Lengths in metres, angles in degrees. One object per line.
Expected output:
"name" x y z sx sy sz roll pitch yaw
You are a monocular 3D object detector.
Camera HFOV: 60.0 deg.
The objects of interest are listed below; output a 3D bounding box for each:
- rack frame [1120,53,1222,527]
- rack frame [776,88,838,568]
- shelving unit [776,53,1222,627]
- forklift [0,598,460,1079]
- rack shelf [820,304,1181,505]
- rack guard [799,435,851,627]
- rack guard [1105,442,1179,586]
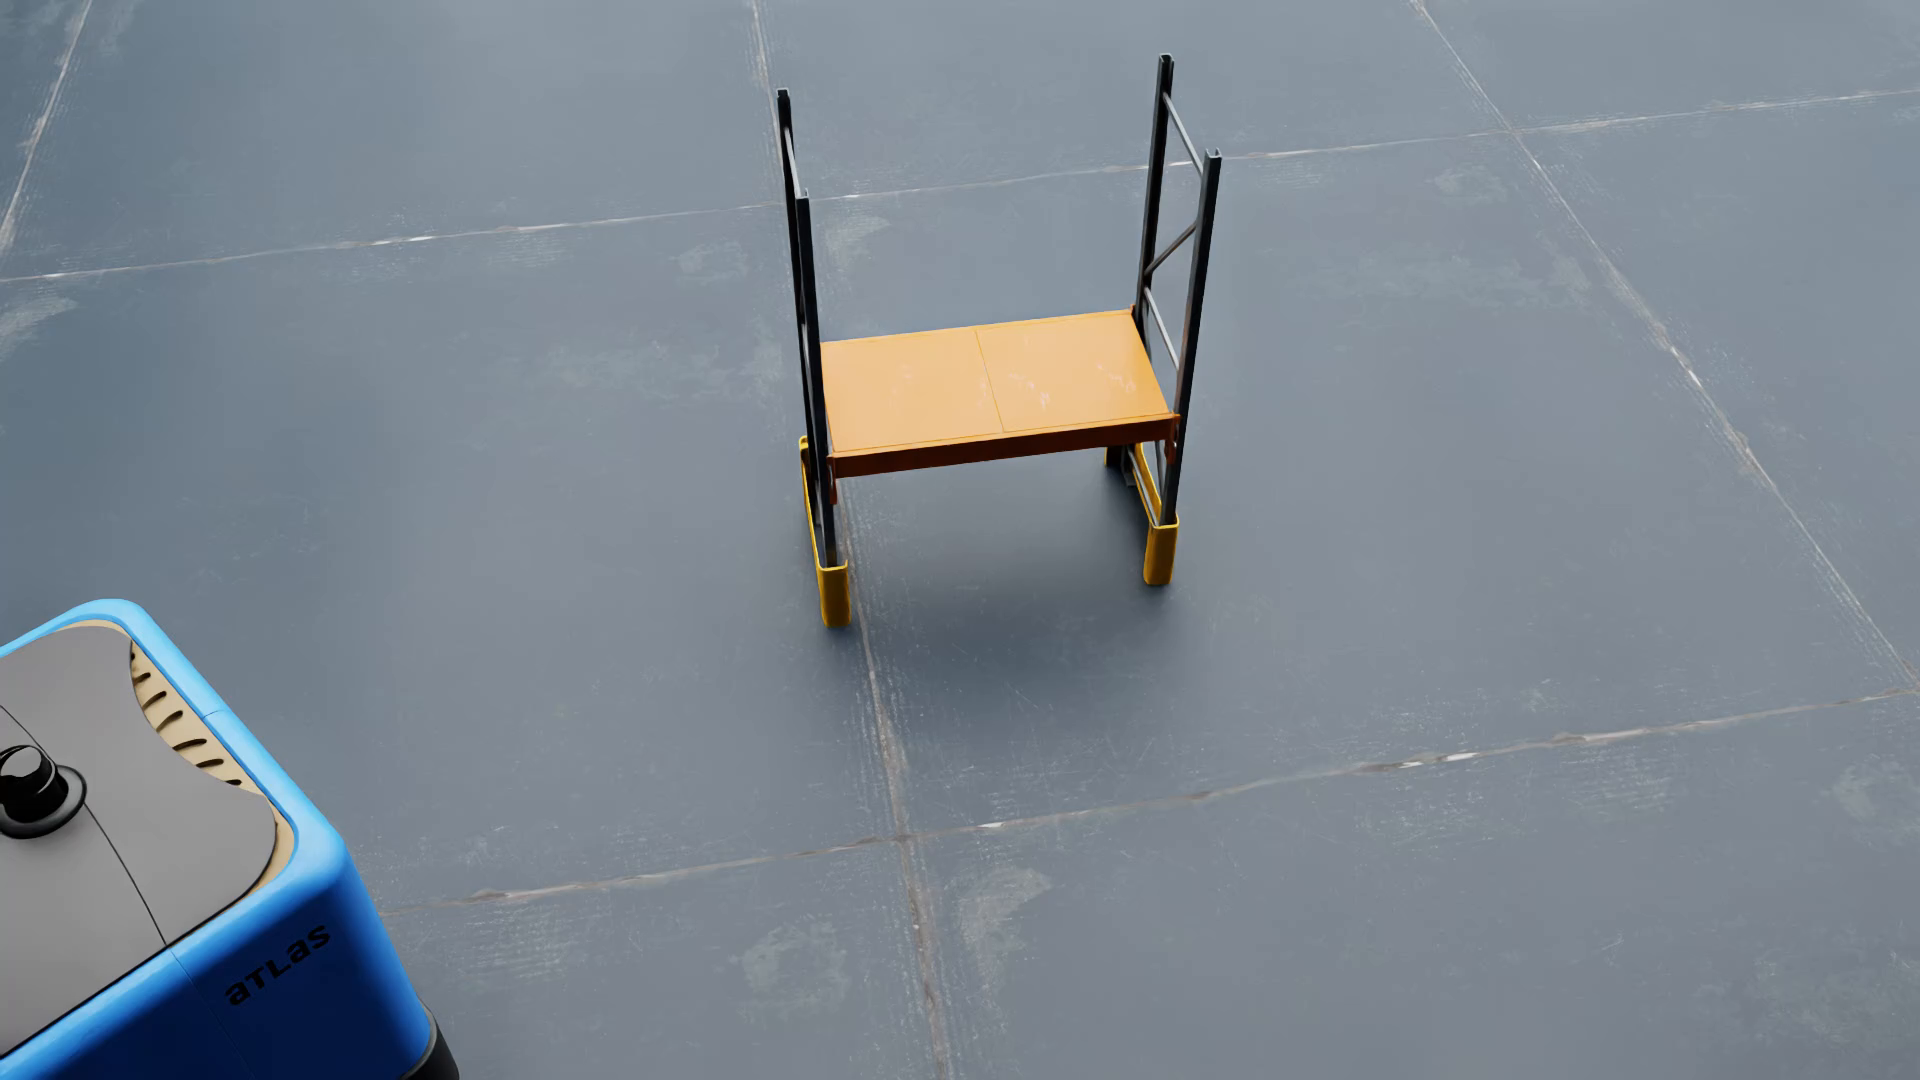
"rack frame" 0.585 -0.593 4.780 0.032 1.500 0.500 -7 46 -7
"rack frame" -0.417 -0.468 4.660 0.032 1.500 0.500 -7 46 -7
"shelving unit" 0.075 -0.530 4.719 1.083 1.500 0.587 -7 46 -7
"forklift" -2.577 0.824 2.420 3.031 2.935 1.130 -36 56 -29
"rack shelf" 0.084 -0.406 4.850 1.000 0.185 0.538 -7 46 -7
"rack guard" -0.416 -0.035 5.110 0.087 0.250 0.587 -7 46 -7
"rack guard" 0.566 -0.157 5.228 0.087 0.250 0.587 -7 46 -7
